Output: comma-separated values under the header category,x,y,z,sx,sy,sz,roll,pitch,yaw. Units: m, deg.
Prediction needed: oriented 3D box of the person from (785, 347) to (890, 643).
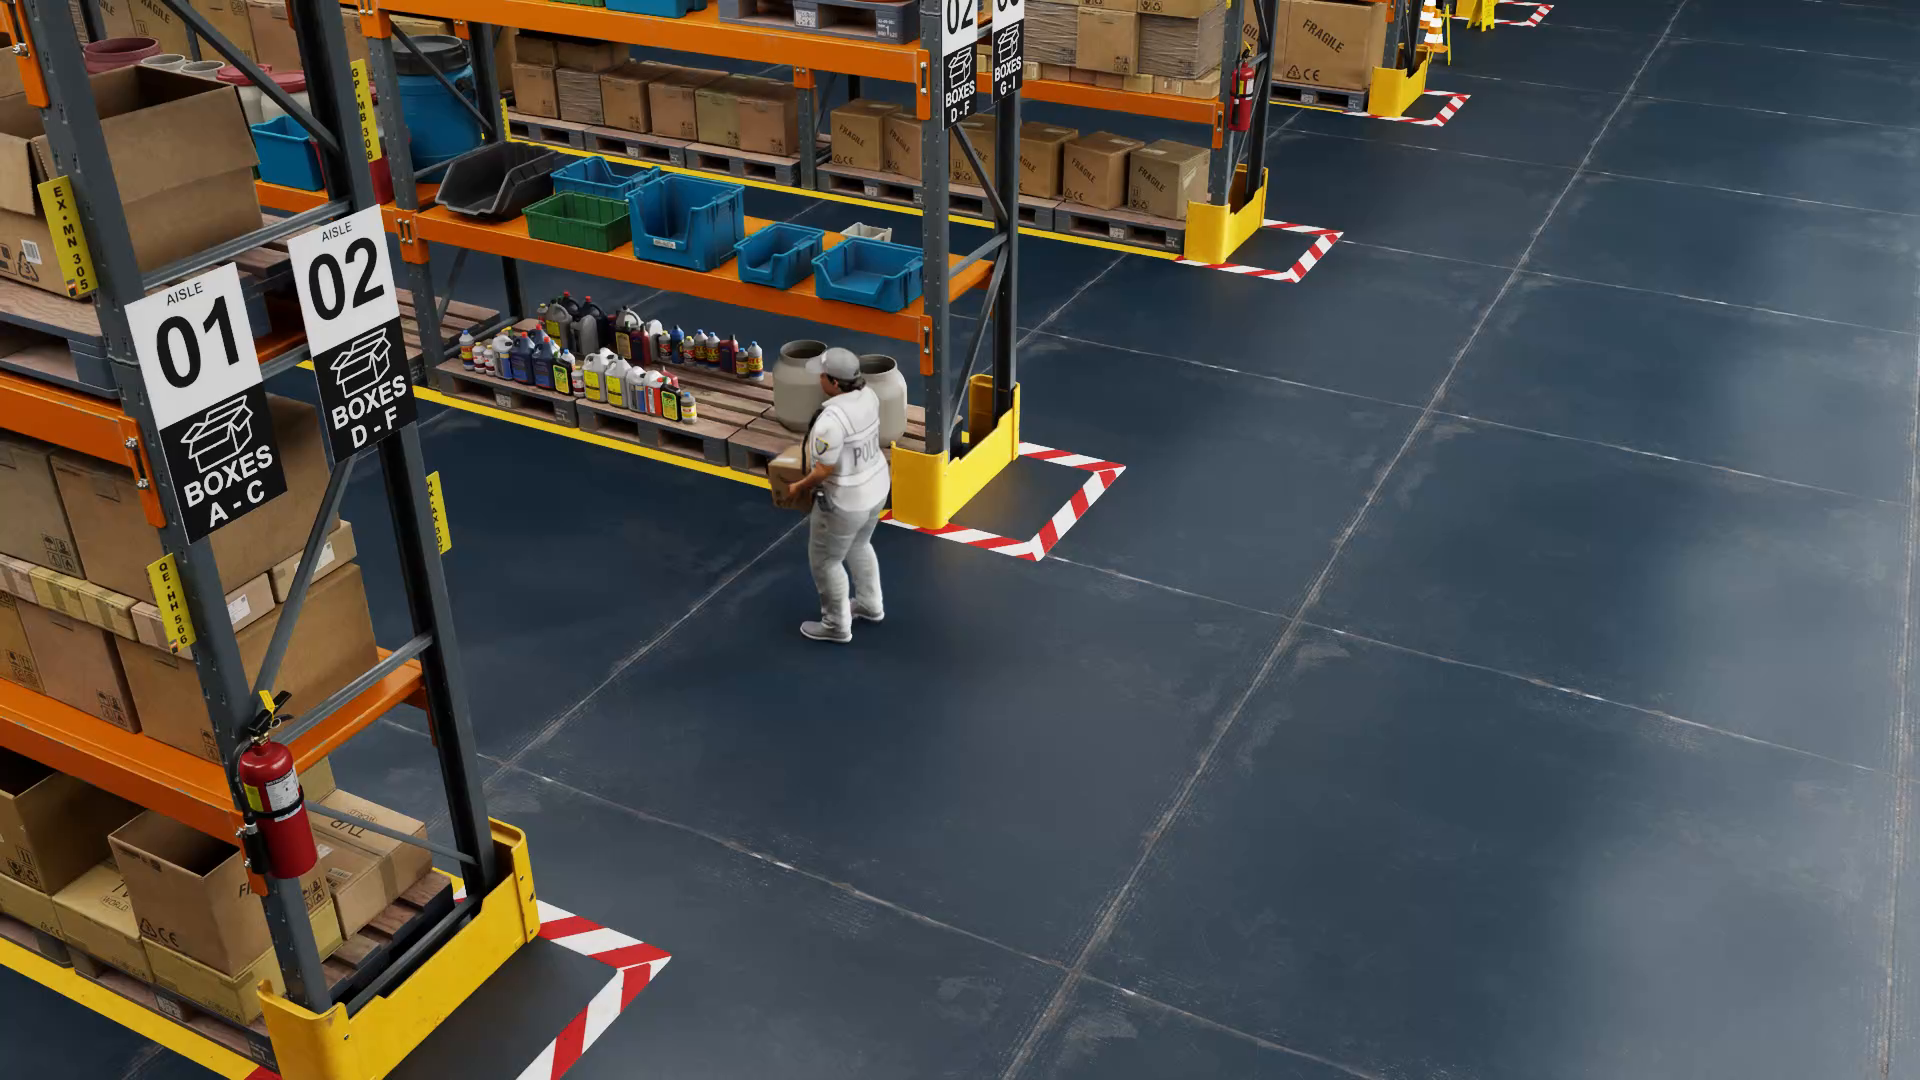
category,x,y,z,sx,sy,sz,roll,pitch,yaw
person,-0.631,-0.237,8.680,0.490,1.671,0.493,14,33,23
